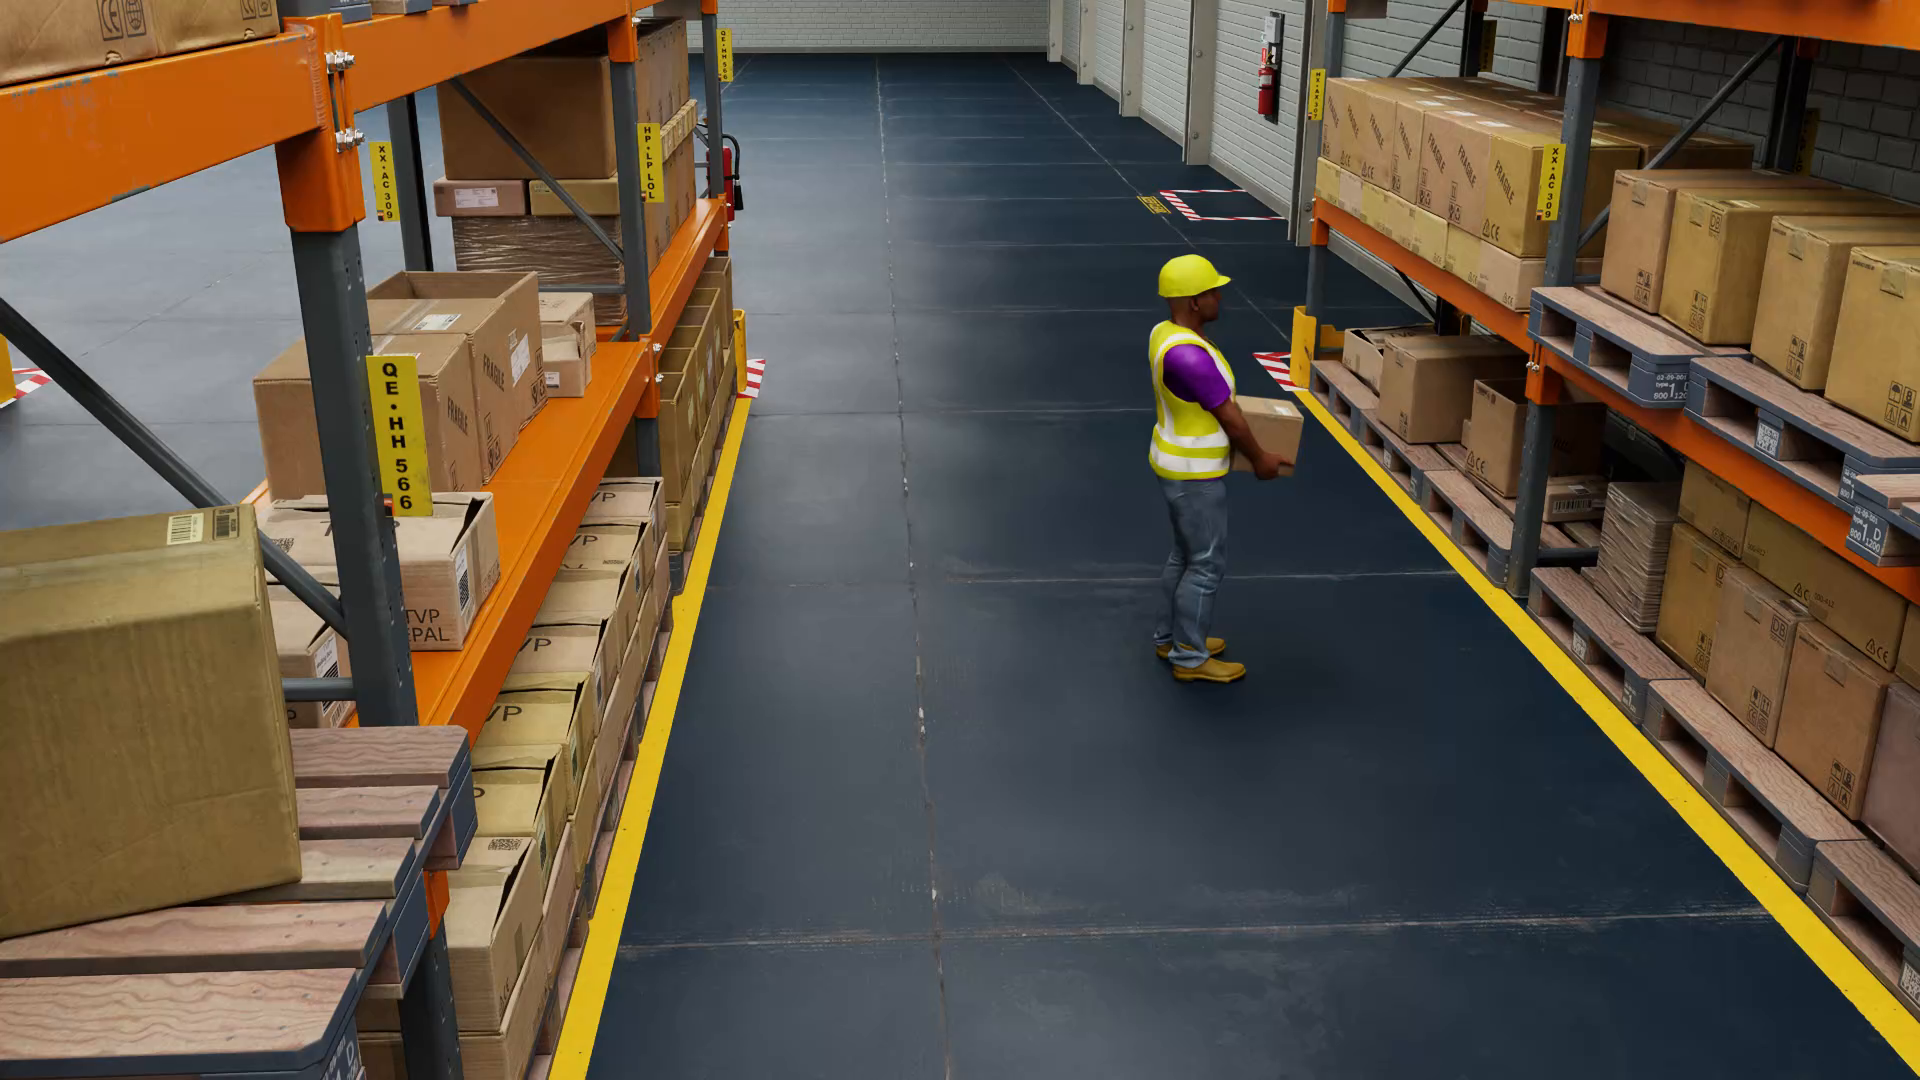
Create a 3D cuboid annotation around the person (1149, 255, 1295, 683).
[{"bbox_3d":[1.053,-0.291,6.838,0.581,1.761,0.504,0,20,-1],"label":"person"}]
